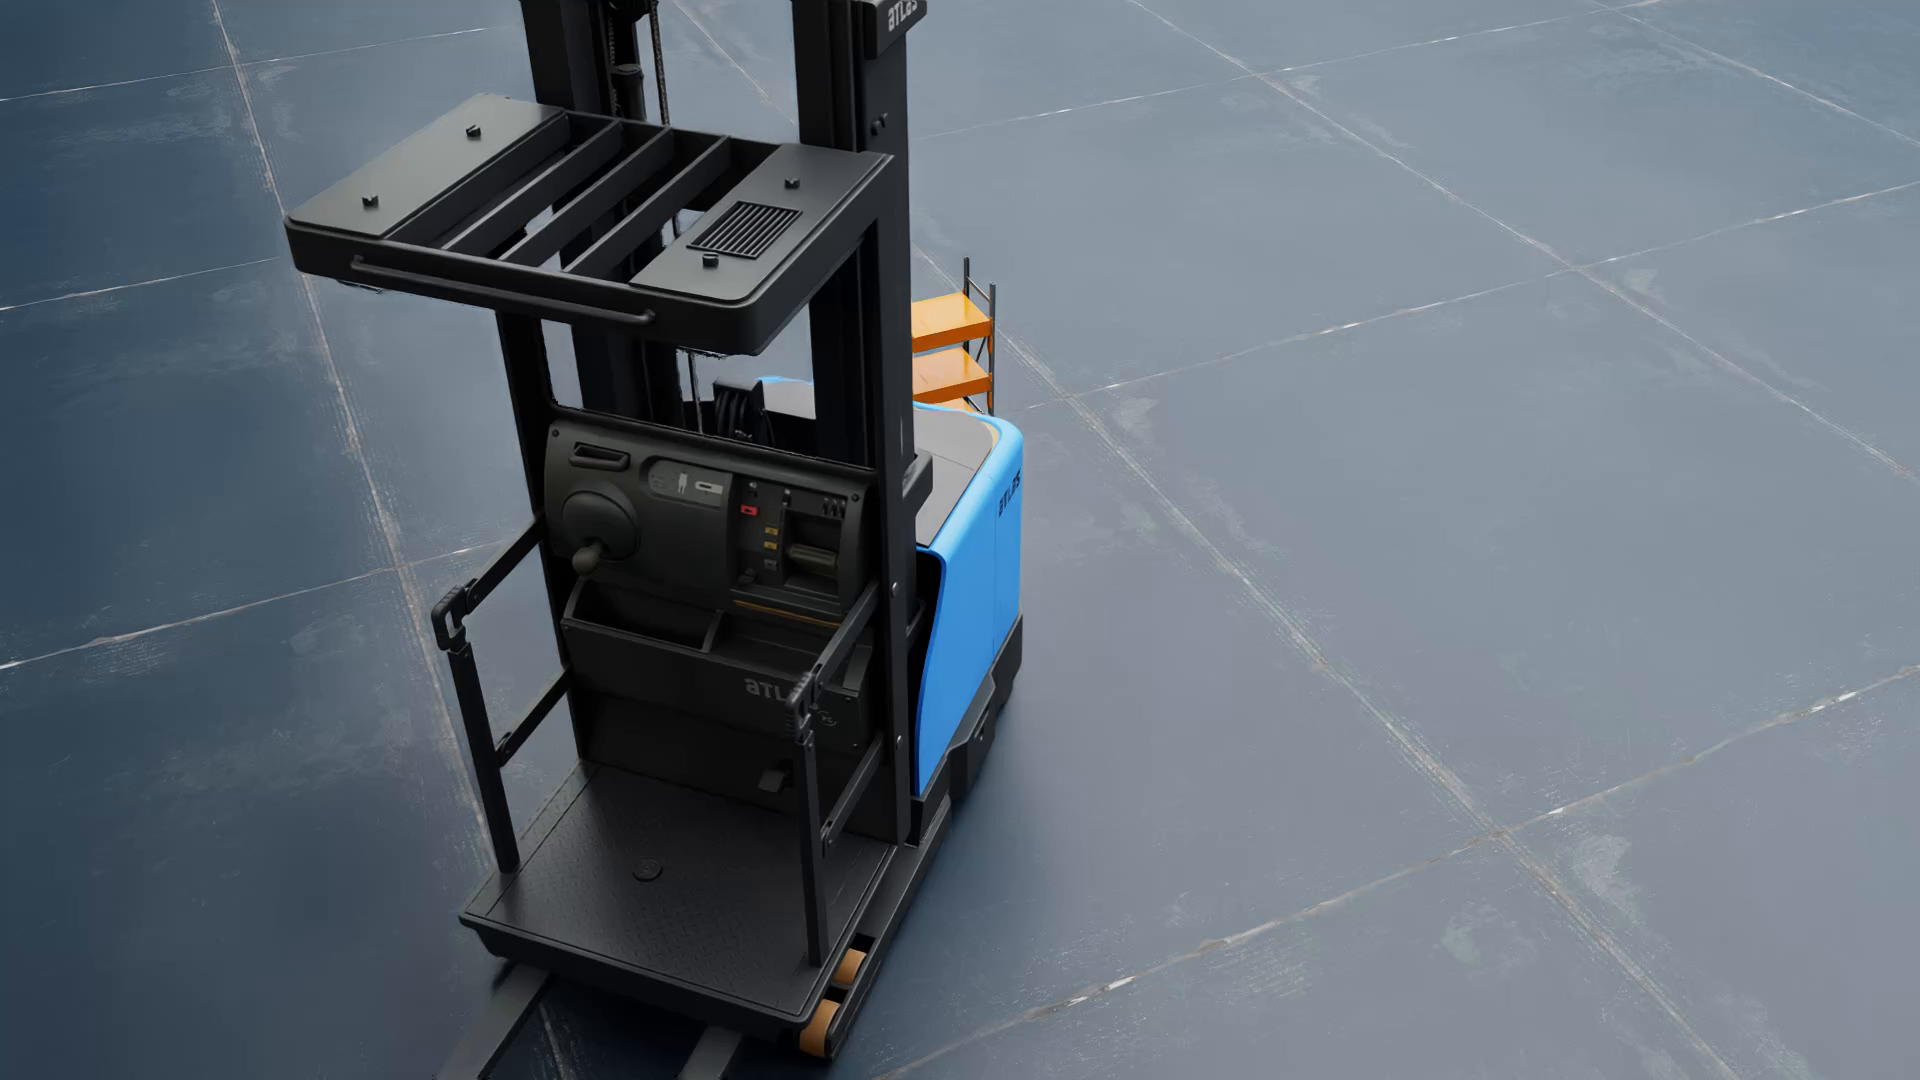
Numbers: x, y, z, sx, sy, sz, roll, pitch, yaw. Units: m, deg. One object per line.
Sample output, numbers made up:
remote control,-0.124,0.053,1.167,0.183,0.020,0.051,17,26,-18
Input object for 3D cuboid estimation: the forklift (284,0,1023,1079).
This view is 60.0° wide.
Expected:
forklift,-0.761,0.019,4.264,1.130,2.935,3.031,12,38,16

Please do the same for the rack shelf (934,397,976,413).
rack shelf,-0.150,-0.386,6.376,0.480,0.148,0.258,-16,39,-20

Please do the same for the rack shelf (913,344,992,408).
rack shelf,-0.150,-0.566,6.243,0.480,0.148,0.258,-16,39,-20

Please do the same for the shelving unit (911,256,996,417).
shelving unit,-0.150,-0.440,6.336,0.503,1.200,0.258,-16,39,-20

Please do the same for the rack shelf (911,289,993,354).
rack shelf,-0.150,-0.756,6.102,0.480,0.148,0.258,-16,39,-20

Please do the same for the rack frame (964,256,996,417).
rack frame,0.071,-0.502,6.419,0.015,1.200,0.240,-16,39,-20
